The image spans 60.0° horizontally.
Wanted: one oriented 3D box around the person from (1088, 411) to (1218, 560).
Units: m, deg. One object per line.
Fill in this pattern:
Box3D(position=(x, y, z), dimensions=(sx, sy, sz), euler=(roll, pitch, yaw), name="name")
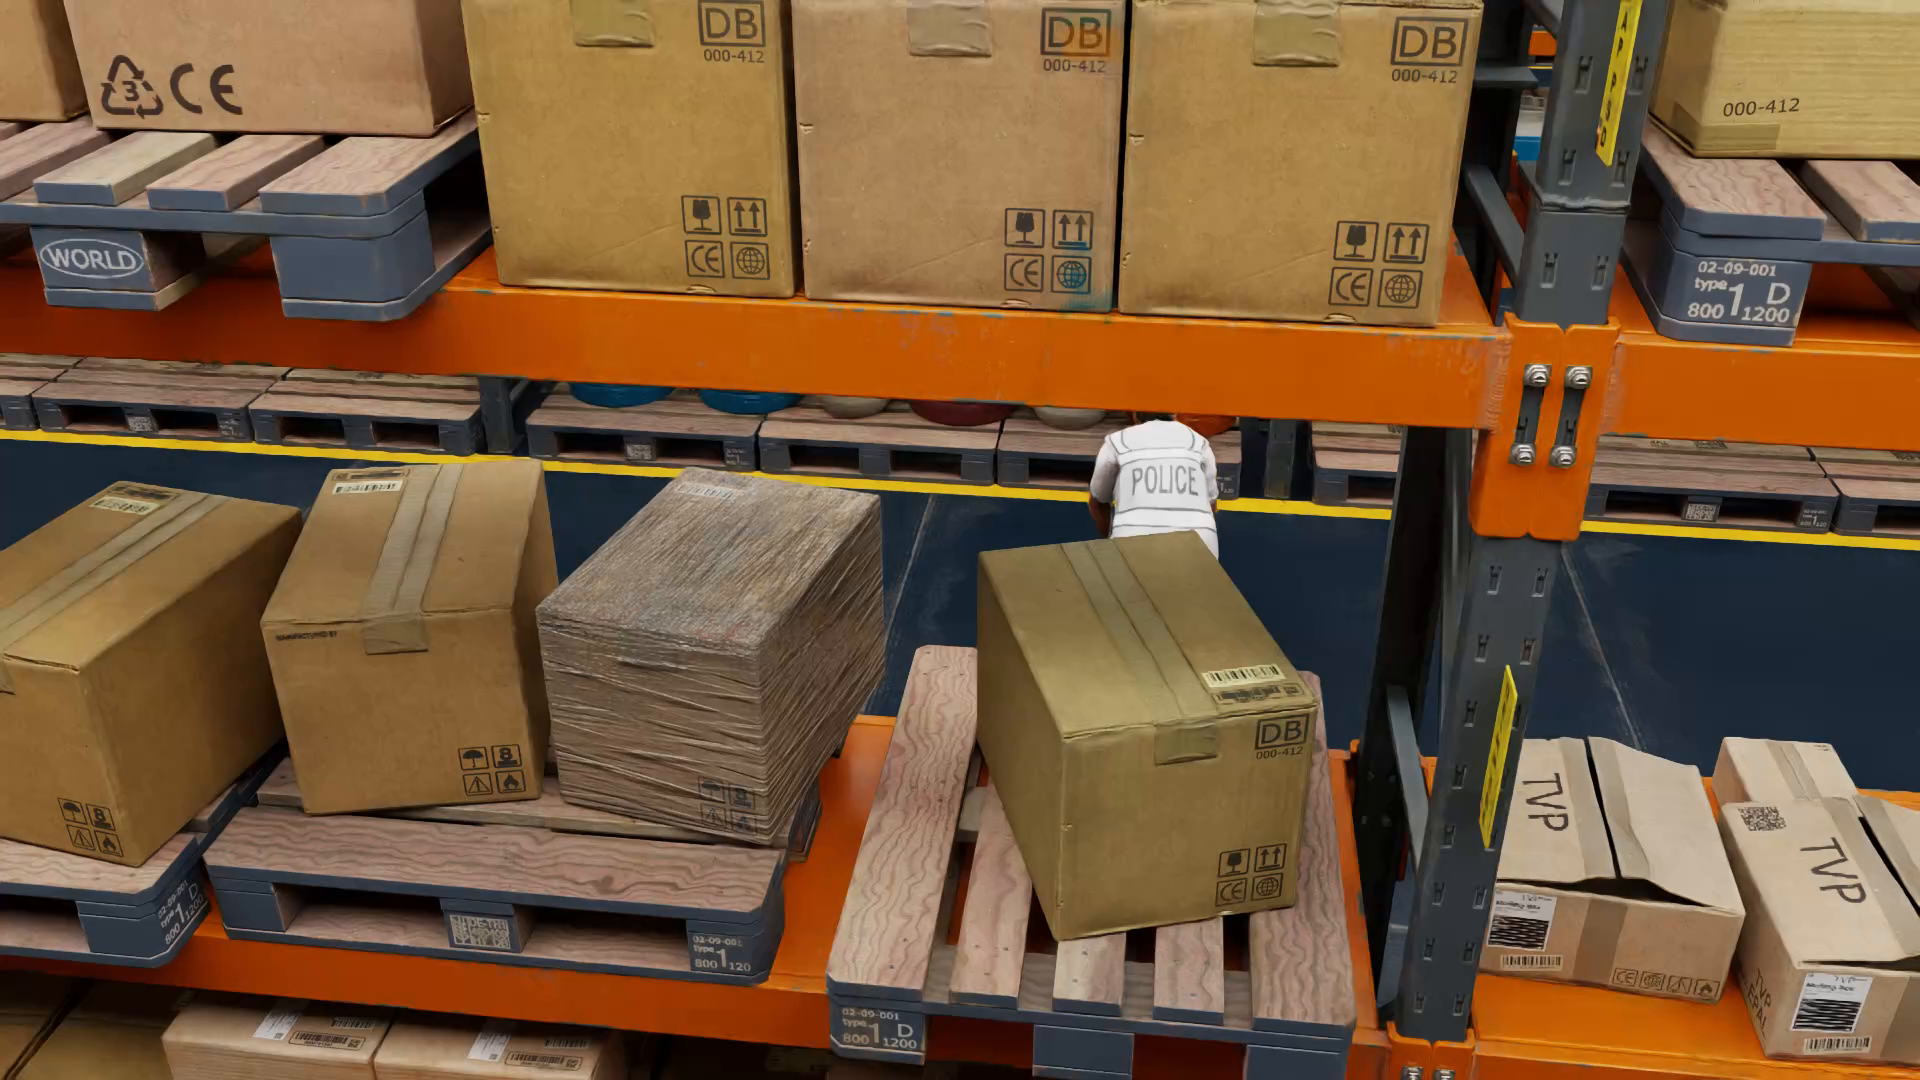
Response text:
Box3D(position=(0.771, 0.010, 6.666), dimensions=(0.535, 1.133, 0.822), euler=(3, 29, 6), name="person")
